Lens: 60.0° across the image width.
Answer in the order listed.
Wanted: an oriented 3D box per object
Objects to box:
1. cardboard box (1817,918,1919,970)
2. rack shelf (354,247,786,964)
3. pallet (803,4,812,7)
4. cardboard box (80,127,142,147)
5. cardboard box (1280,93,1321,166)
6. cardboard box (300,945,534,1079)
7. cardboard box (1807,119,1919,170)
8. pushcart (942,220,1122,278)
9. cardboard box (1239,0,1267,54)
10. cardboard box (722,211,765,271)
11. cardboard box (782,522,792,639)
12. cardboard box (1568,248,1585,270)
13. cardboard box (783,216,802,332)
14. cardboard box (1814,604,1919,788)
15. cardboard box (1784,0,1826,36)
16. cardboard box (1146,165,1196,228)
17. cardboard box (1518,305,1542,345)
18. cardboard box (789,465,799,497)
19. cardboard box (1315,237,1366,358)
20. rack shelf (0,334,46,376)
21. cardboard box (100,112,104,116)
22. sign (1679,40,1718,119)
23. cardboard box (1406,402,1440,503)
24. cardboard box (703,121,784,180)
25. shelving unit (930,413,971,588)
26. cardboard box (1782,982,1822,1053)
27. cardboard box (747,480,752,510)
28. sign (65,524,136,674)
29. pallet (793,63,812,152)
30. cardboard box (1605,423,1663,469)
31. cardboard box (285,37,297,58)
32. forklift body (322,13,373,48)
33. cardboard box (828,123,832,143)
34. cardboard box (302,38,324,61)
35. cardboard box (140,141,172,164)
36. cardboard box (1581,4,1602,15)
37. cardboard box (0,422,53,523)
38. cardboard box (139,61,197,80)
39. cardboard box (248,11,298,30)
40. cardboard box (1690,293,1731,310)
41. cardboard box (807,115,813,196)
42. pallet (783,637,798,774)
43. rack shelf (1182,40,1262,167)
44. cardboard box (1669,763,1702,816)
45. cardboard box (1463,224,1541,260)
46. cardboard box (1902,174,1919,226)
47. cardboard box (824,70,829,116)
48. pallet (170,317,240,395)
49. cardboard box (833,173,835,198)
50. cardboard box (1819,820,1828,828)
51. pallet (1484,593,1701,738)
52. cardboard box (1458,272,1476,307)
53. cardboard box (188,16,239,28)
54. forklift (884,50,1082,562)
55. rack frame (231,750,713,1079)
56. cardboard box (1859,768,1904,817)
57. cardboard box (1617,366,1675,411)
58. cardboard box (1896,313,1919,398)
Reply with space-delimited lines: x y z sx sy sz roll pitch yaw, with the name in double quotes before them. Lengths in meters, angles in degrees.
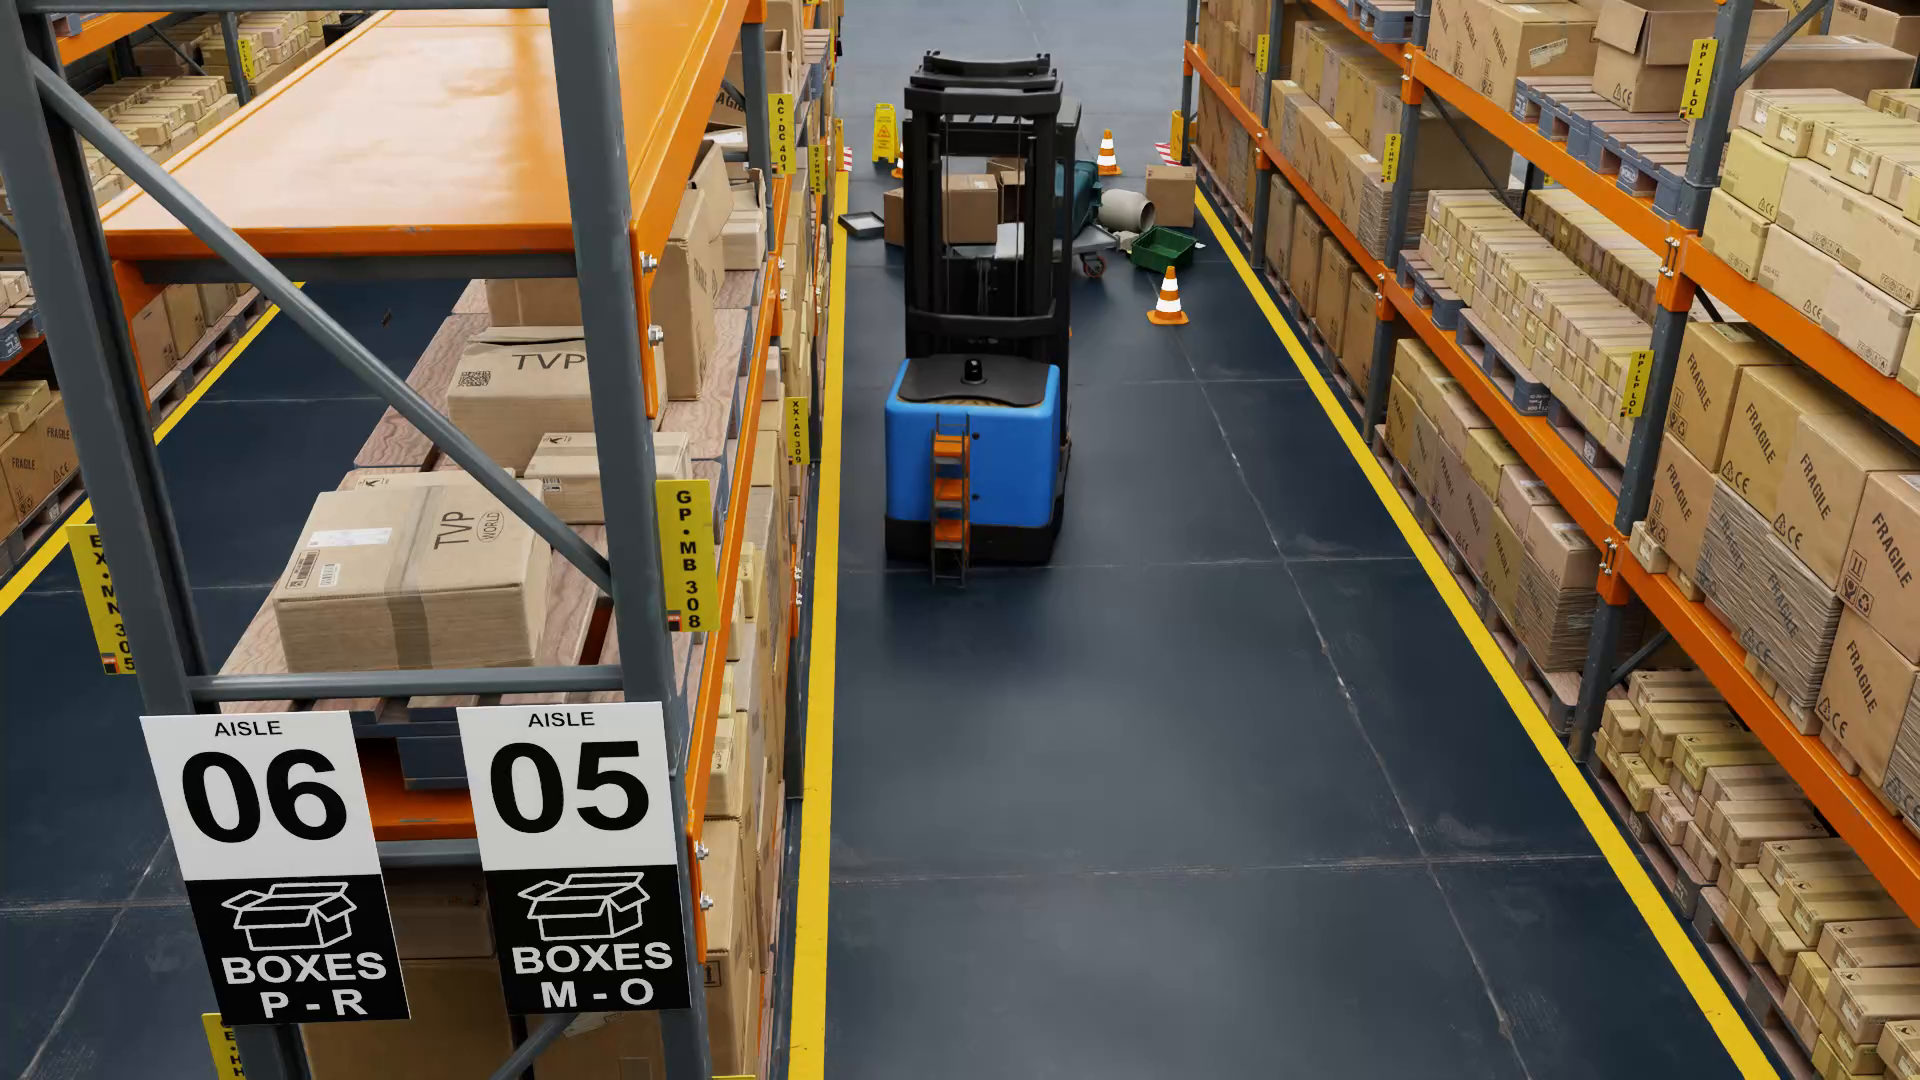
"cardboard box" 3.567 1.604 6.417 0.380 0.149 0.250 -2 28 -4
"rack shelf" -1.176 -0.138 5.306 1.077 0.370 4.000 -1 28 -3
"pallet" -1.715 -4.226 12.568 1.213 0.211 1.003 -1 28 -3
"cardboard box" -6.357 -2.976 12.404 0.380 0.149 0.250 -1 28 -3
"cardboard box" 3.026 -3.473 14.058 0.500 0.500 0.500 -1 28 -2
"cardboard box" -1.335 1.092 4.224 0.500 0.500 0.500 0 28 -1
"cardboard box" 3.481 -1.498 6.325 0.380 0.149 0.250 -2 28 -3
"pushcart" 0.576 -2.661 15.444 1.648 0.377 0.936 -11 30 -20
"cardboard box" 3.110 -4.879 15.532 0.875 0.550 0.550 -1 28 -3
"cardboard box" -0.914 -1.091 6.063 0.380 0.149 0.250 -1 28 -1
"cardboard box" -1.001 0.113 7.182 0.500 0.500 0.500 -1 28 -2
"cardboard box" 3.974 -1.694 10.250 0.380 0.149 0.250 -1 28 -3
"cardboard box" -1.128 -1.453 9.103 0.500 0.500 0.500 -2 28 -3
"cardboard box" 3.512 0.550 6.022 0.500 0.500 0.500 0 28 0
"cardboard box" 7.900 -4.805 15.209 0.500 0.500 0.500 -1 28 -3
"cardboard box" 2.134 -3.497 16.911 0.500 0.500 0.500 3 28 6
"cardboard box" 3.367 -1.212 9.325 0.380 0.149 0.250 -1 28 -2
"cardboard box" -1.022 -0.416 7.926 0.500 0.250 0.500 -2 28 -4
"cardboard box" 3.458 -1.940 13.205 1.050 0.750 0.750 -1 28 -2
"rack shelf" -6.342 -0.534 9.308 1.077 0.370 4.000 -1 28 -3
"cardboard box" -6.837 -3.198 12.829 0.380 0.149 0.250 -2 28 -3
"sign" 3.103 -1.936 6.989 0.100 0.325 0.005 -1 28 -3
"cardboard box" 3.261 -0.577 10.862 0.500 0.500 0.500 -1 28 -2
"cardboard box" -0.957 -1.747 7.304 0.396 0.266 0.258 -2 28 -3
"shelving unit" -0.057 -0.232 10.060 0.215 1.050 0.252 3 28 6
"cardboard box" 3.492 1.873 6.544 0.380 0.149 0.250 -1 28 -2
"cardboard box" -0.958 -0.221 6.039 0.380 0.149 0.250 -2 28 -3
"sign" -1.614 0.116 3.169 0.100 0.325 0.005 -1 28 -3
"pallet" -1.341 -2.332 8.938 1.003 0.211 1.213 0 28 0
"cardboard box" 3.439 -0.471 8.226 0.380 0.149 0.250 -2 28 -4
"cardboard box" -6.416 -4.585 15.489 0.380 0.149 0.250 -2 28 -3
"forklift body" -4.943 -4.263 16.598 2.313 2.155 1.214 -1 28 -3
"cardboard box" -1.435 -3.908 16.006 0.380 0.149 0.250 0 28 -1
"cardboard box" -6.494 -4.586 16.191 0.500 0.500 0.500 -1 28 -2
"cardboard box" -6.311 -2.851 12.595 0.500 0.250 0.500 -1 28 -2
"cardboard box" 3.793 -2.719 9.369 0.500 0.500 0.500 -1 28 -3
"cardboard box" -6.194 -0.433 10.586 0.500 0.500 0.500 -2 28 -3
"cardboard box" -6.928 -4.098 14.554 0.380 0.149 0.250 -2 28 -3
"cardboard box" -6.553 -4.950 15.865 0.380 0.149 0.250 -1 28 -2
"cardboard box" 4.040 -1.229 9.038 0.380 0.149 0.250 -2 28 -3
"cardboard box" -1.316 -2.714 11.827 0.500 0.500 0.500 0 28 0
"pallet" -1.396 0.831 8.929 1.003 0.211 1.213 -1 28 -3
"rack shelf" 3.135 -4.516 16.943 1.077 0.370 4.000 -1 28 -3
"cardboard box" 3.508 1.130 7.646 0.380 0.149 0.250 -2 28 -3
"cardboard box" 3.318 -1.825 10.180 0.380 0.149 0.250 -3 28 -5
"cardboard box" 3.451 -1.131 5.621 0.380 0.149 0.250 0 28 0
"cardboard box" -1.443 -4.132 14.998 0.500 0.500 0.500 -1 28 -3
"pallet" -6.511 -1.483 13.366 1.003 0.211 1.213 -1 28 -3
"cardboard box" -1.544 -3.712 17.143 0.500 0.250 0.500 -2 28 -4
"cardboard box" 3.965 1.233 7.450 0.380 0.149 0.250 -1 28 -2
"pallet" 3.615 0.660 9.257 1.003 0.211 1.213 -1 28 -3
"cardboard box" 3.315 -1.555 10.305 0.380 0.149 0.250 0 28 0
"cardboard box" -7.008 -4.820 15.617 0.380 0.149 0.250 -2 28 -3
"forklift" 0.210 -1.818 11.066 1.130 2.935 3.031 3 28 6
"rack frame" -1.072 1.796 4.062 1.000 3.000 0.127 -1 28 -3
"cardboard box" 3.558 0.879 6.093 0.380 0.149 0.250 -1 28 -2
"cardboard box" 3.442 -0.736 8.092 0.380 0.149 0.250 0 28 0
"cardboard box" 3.485 -0.547 5.474 0.500 0.250 0.500 0 28 0
